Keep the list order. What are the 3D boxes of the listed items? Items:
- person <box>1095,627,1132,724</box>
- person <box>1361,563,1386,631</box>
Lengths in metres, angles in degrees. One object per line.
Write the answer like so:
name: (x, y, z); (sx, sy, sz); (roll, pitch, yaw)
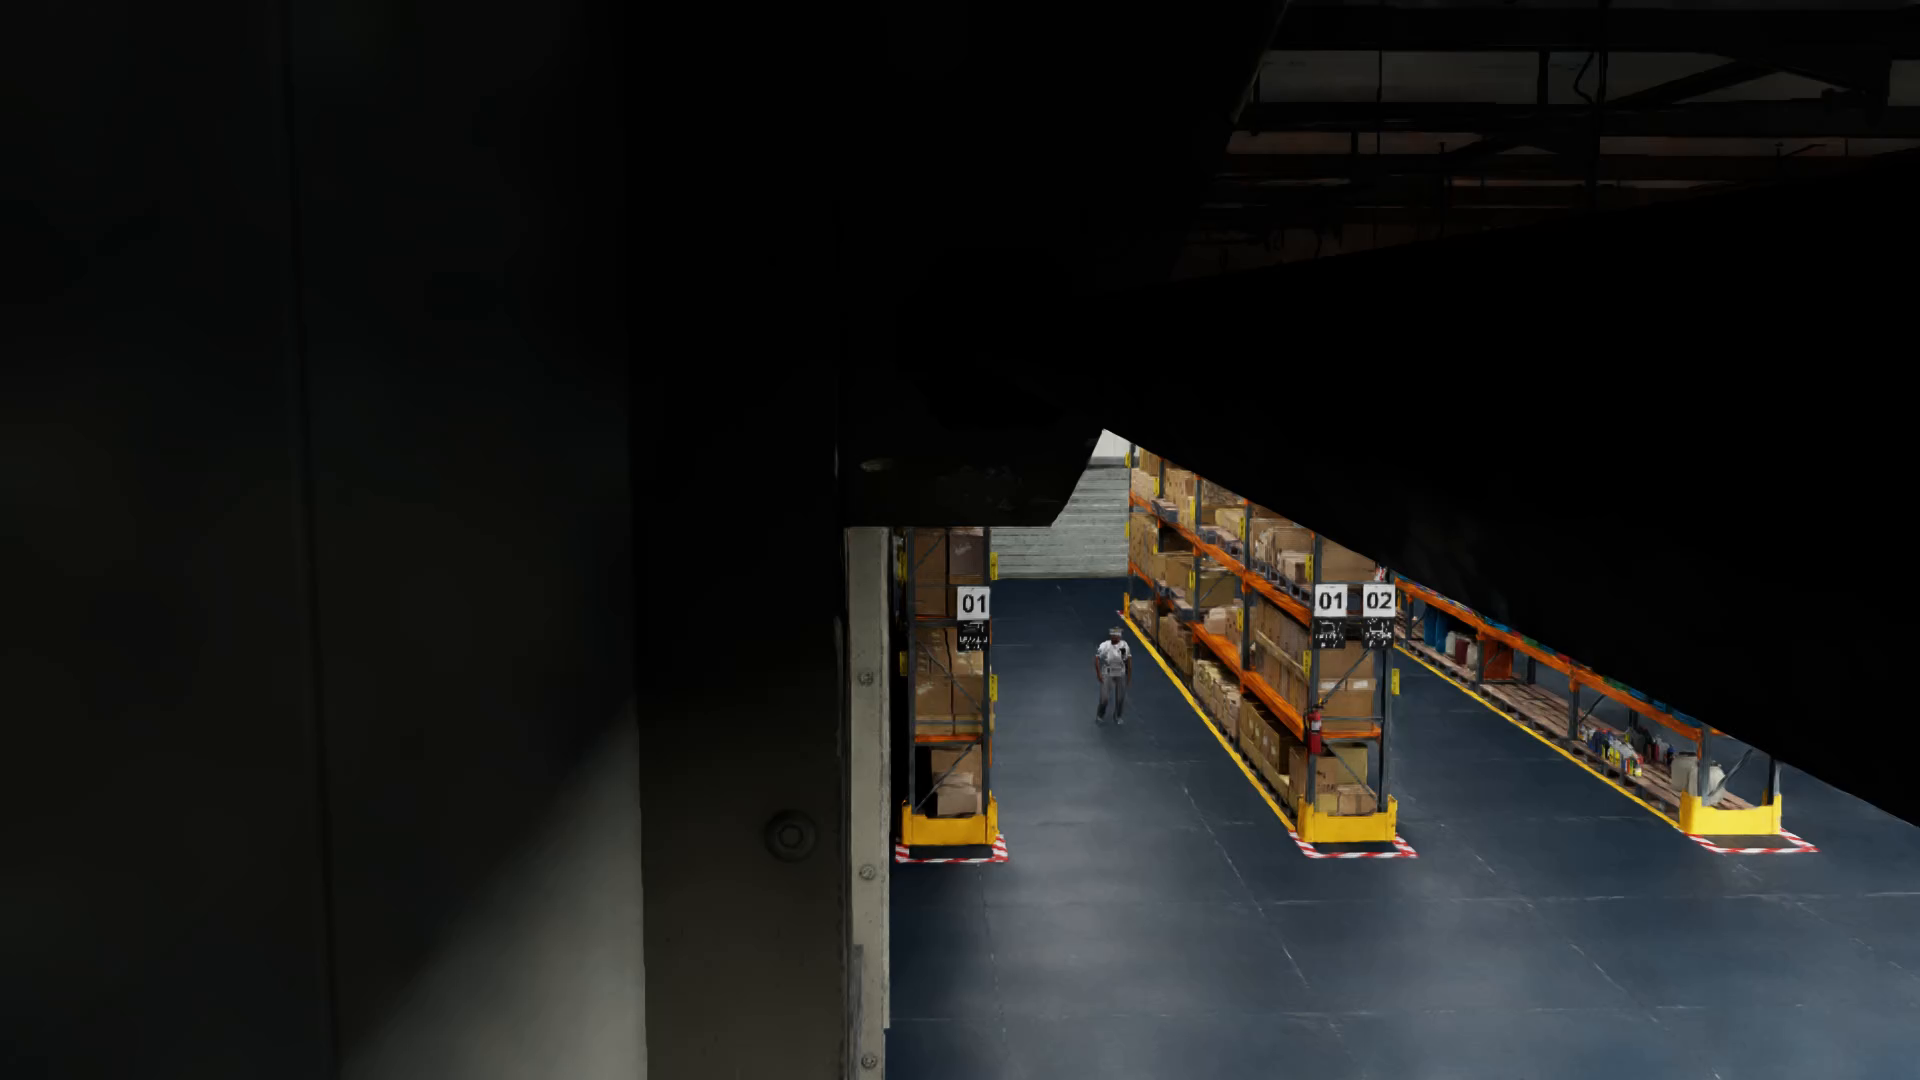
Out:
person: (2.441, 2.146, 26.488); (0.592, 1.629, 0.531); (-1, 7, -5)
person: (8.400, 1.149, 33.717); (0.589, 1.749, 0.952); (3, 8, 25)
